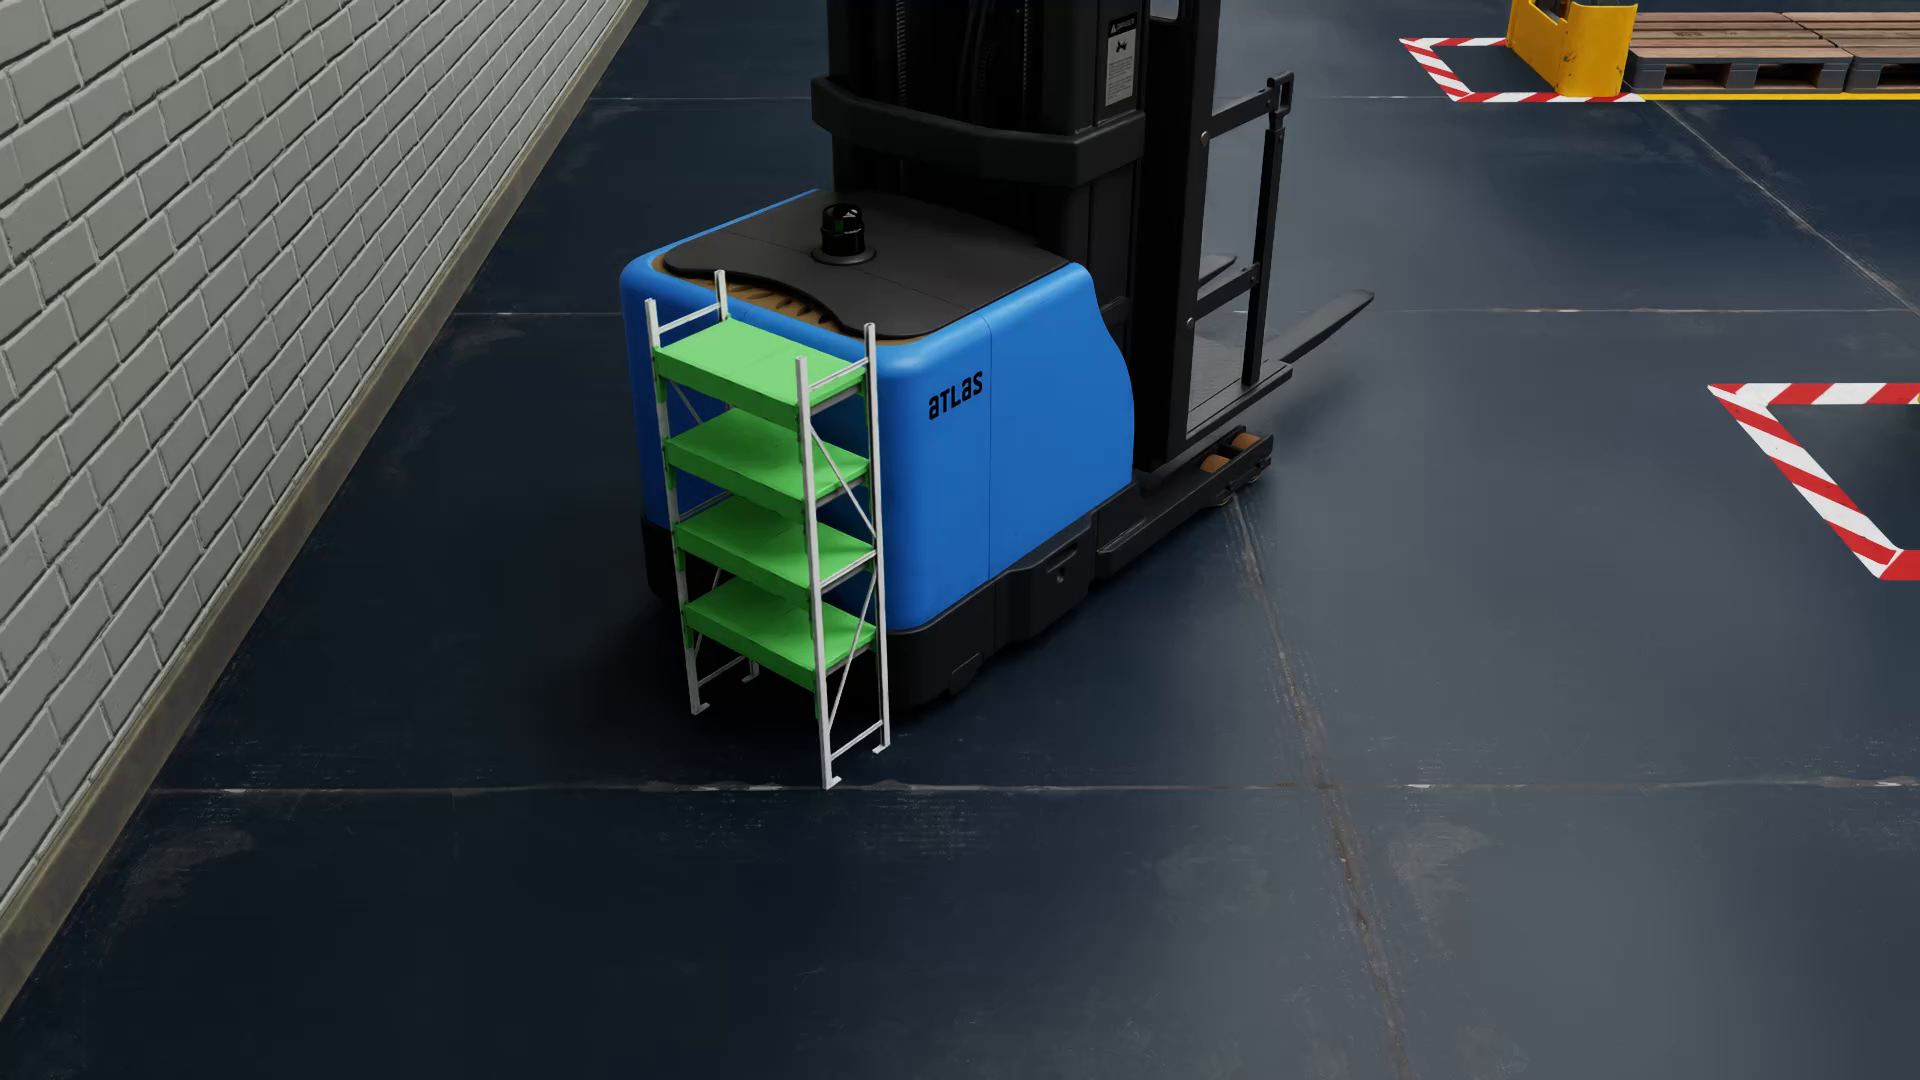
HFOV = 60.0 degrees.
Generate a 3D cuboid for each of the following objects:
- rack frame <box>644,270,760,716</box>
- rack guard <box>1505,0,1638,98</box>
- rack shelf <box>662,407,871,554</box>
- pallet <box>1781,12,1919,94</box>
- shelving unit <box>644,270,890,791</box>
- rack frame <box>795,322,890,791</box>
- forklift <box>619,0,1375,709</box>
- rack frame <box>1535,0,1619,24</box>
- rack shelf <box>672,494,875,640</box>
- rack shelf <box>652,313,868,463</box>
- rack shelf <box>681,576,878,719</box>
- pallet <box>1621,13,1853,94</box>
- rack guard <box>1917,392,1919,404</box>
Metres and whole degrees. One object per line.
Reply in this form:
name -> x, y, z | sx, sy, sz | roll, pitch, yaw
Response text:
rack frame -> -0.645, -0.090, 4.239 | 0.015, 1.200, 0.240 | 23, 39, 33
rack guard -> 3.552, -3.007, 9.724 | 0.348, 0.500, 1.175 | 0, 31, 0
rack shelf -> -0.458, -0.159, 4.013 | 0.480, 0.148, 0.258 | 23, 39, 33
pallet -> 5.618, -2.875, 9.785 | 1.213, 0.211, 1.003 | 0, 31, 0
shelving unit -> -0.457, -0.009, 4.105 | 0.503, 1.200, 0.258 | 23, 39, 33
rack frame -> -0.270, 0.072, 3.972 | 0.015, 1.200, 0.240 | 23, 39, 33
forklift -> 0.391, -1.508, 4.909 | 1.130, 2.935, 3.031 | 22, 38, 32
rack frame -> 3.576, -4.082, 9.087 | 0.127, 3.000, 1.000 | 0, 31, 0
rack shelf -> -0.457, 0.046, 4.139 | 0.480, 0.148, 0.258 | 23, 39, 33
rack shelf -> -0.460, -0.363, 3.886 | 0.480, 0.148, 0.258 | 23, 39, 33
rack shelf -> -0.455, 0.250, 4.265 | 0.480, 0.148, 0.258 | 23, 39, 33
pallet -> 4.401, -2.873, 9.781 | 1.213, 0.211, 1.003 | 0, 31, 0
rack guard -> 3.678, -0.445, 5.501 | 0.348, 0.500, 1.175 | 0, 31, 0
